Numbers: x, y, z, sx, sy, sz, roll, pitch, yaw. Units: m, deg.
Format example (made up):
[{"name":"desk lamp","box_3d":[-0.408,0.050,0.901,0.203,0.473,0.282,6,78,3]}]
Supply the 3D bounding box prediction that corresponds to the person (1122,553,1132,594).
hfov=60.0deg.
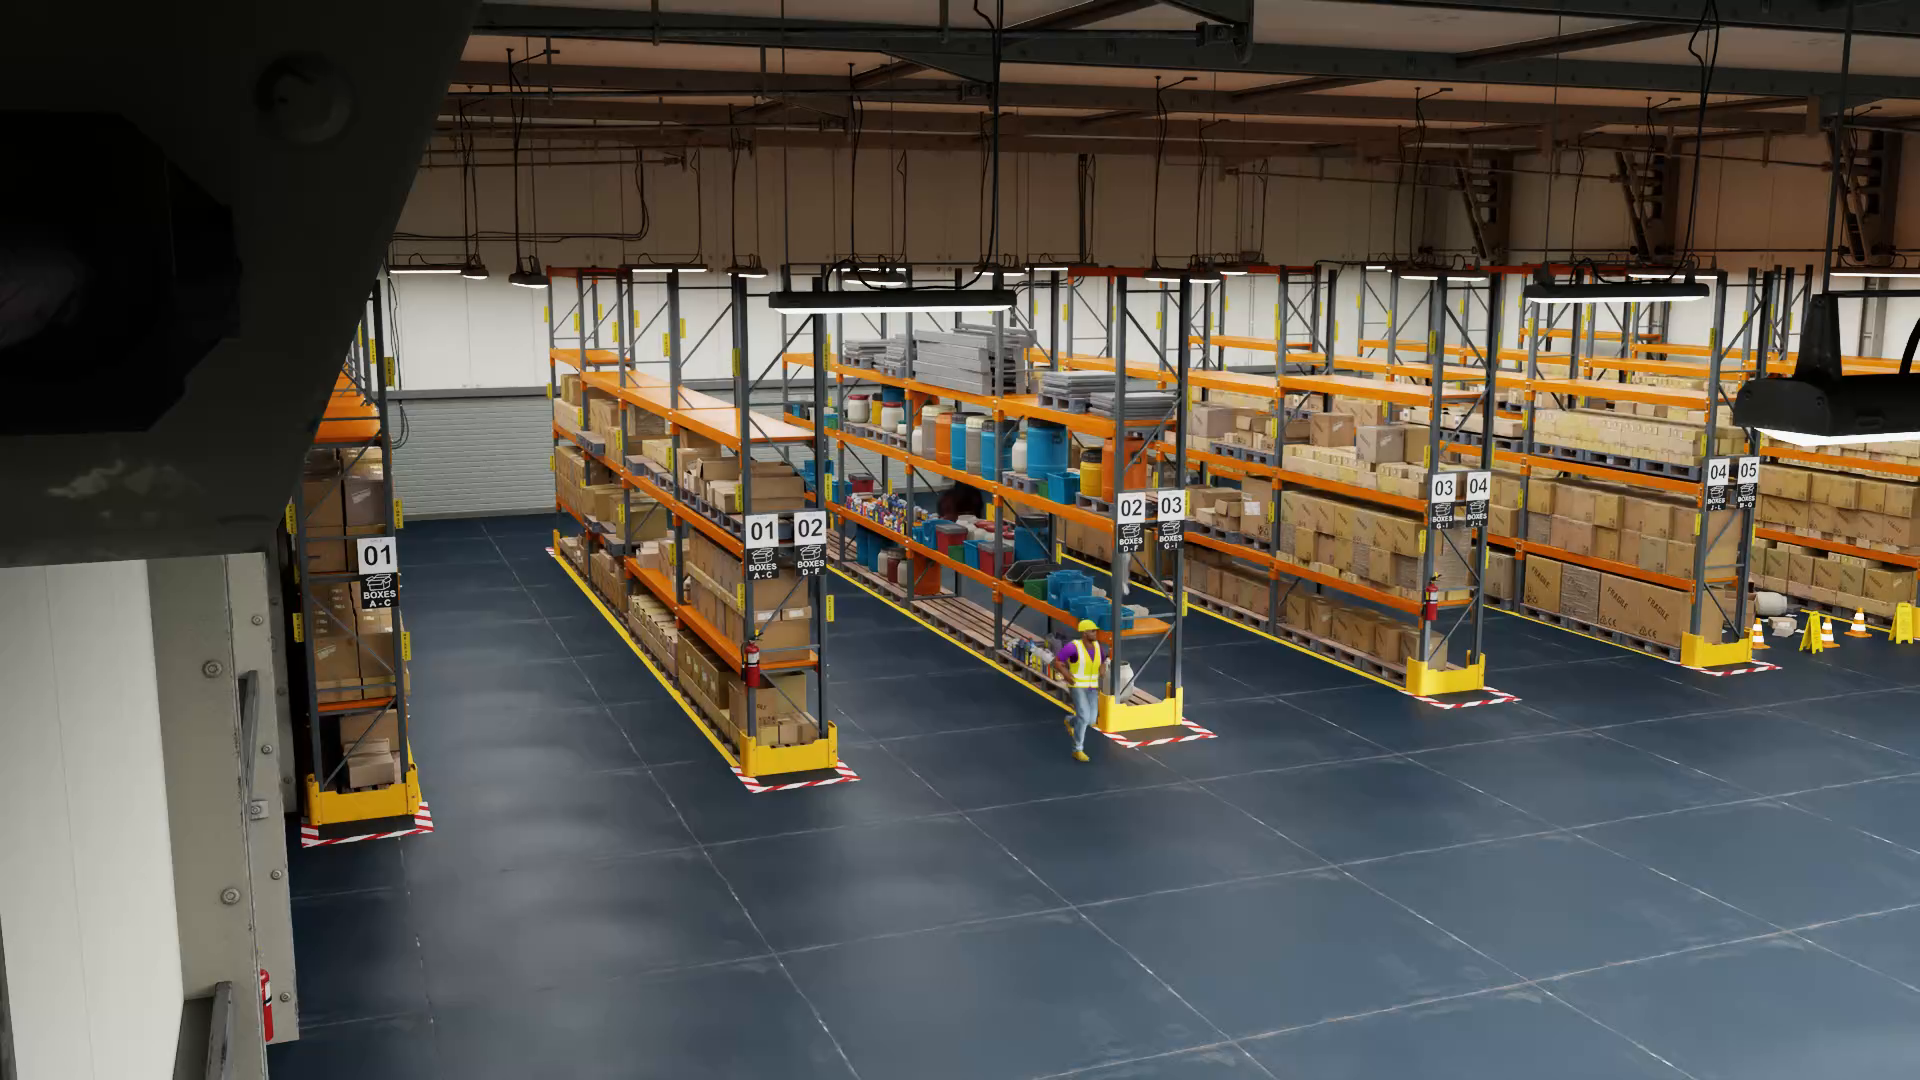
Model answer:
[{"name":"person","box_3d":[3.034,0.064,29.961,0.536,1.775,0.714,-4,11,-21]}]

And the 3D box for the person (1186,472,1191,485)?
[{"name":"person","box_3d":[5.022,-0.996,37.817,0.608,1.615,0.618,-5,11,-28]}]

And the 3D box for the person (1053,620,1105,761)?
[{"name":"person","box_3d":[1.574,1.861,21.160,0.733,1.723,0.819,-7,12,-34]}]

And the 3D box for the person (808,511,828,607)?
[{"name":"person","box_3d":[-2.491,0.340,28.498,0.590,1.735,0.684,-4,11,-23]}]

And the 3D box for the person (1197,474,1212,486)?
[{"name":"person","box_3d":[6.172,-1.765,41.778,0.722,1.825,0.680,-3,10,-18]}]
